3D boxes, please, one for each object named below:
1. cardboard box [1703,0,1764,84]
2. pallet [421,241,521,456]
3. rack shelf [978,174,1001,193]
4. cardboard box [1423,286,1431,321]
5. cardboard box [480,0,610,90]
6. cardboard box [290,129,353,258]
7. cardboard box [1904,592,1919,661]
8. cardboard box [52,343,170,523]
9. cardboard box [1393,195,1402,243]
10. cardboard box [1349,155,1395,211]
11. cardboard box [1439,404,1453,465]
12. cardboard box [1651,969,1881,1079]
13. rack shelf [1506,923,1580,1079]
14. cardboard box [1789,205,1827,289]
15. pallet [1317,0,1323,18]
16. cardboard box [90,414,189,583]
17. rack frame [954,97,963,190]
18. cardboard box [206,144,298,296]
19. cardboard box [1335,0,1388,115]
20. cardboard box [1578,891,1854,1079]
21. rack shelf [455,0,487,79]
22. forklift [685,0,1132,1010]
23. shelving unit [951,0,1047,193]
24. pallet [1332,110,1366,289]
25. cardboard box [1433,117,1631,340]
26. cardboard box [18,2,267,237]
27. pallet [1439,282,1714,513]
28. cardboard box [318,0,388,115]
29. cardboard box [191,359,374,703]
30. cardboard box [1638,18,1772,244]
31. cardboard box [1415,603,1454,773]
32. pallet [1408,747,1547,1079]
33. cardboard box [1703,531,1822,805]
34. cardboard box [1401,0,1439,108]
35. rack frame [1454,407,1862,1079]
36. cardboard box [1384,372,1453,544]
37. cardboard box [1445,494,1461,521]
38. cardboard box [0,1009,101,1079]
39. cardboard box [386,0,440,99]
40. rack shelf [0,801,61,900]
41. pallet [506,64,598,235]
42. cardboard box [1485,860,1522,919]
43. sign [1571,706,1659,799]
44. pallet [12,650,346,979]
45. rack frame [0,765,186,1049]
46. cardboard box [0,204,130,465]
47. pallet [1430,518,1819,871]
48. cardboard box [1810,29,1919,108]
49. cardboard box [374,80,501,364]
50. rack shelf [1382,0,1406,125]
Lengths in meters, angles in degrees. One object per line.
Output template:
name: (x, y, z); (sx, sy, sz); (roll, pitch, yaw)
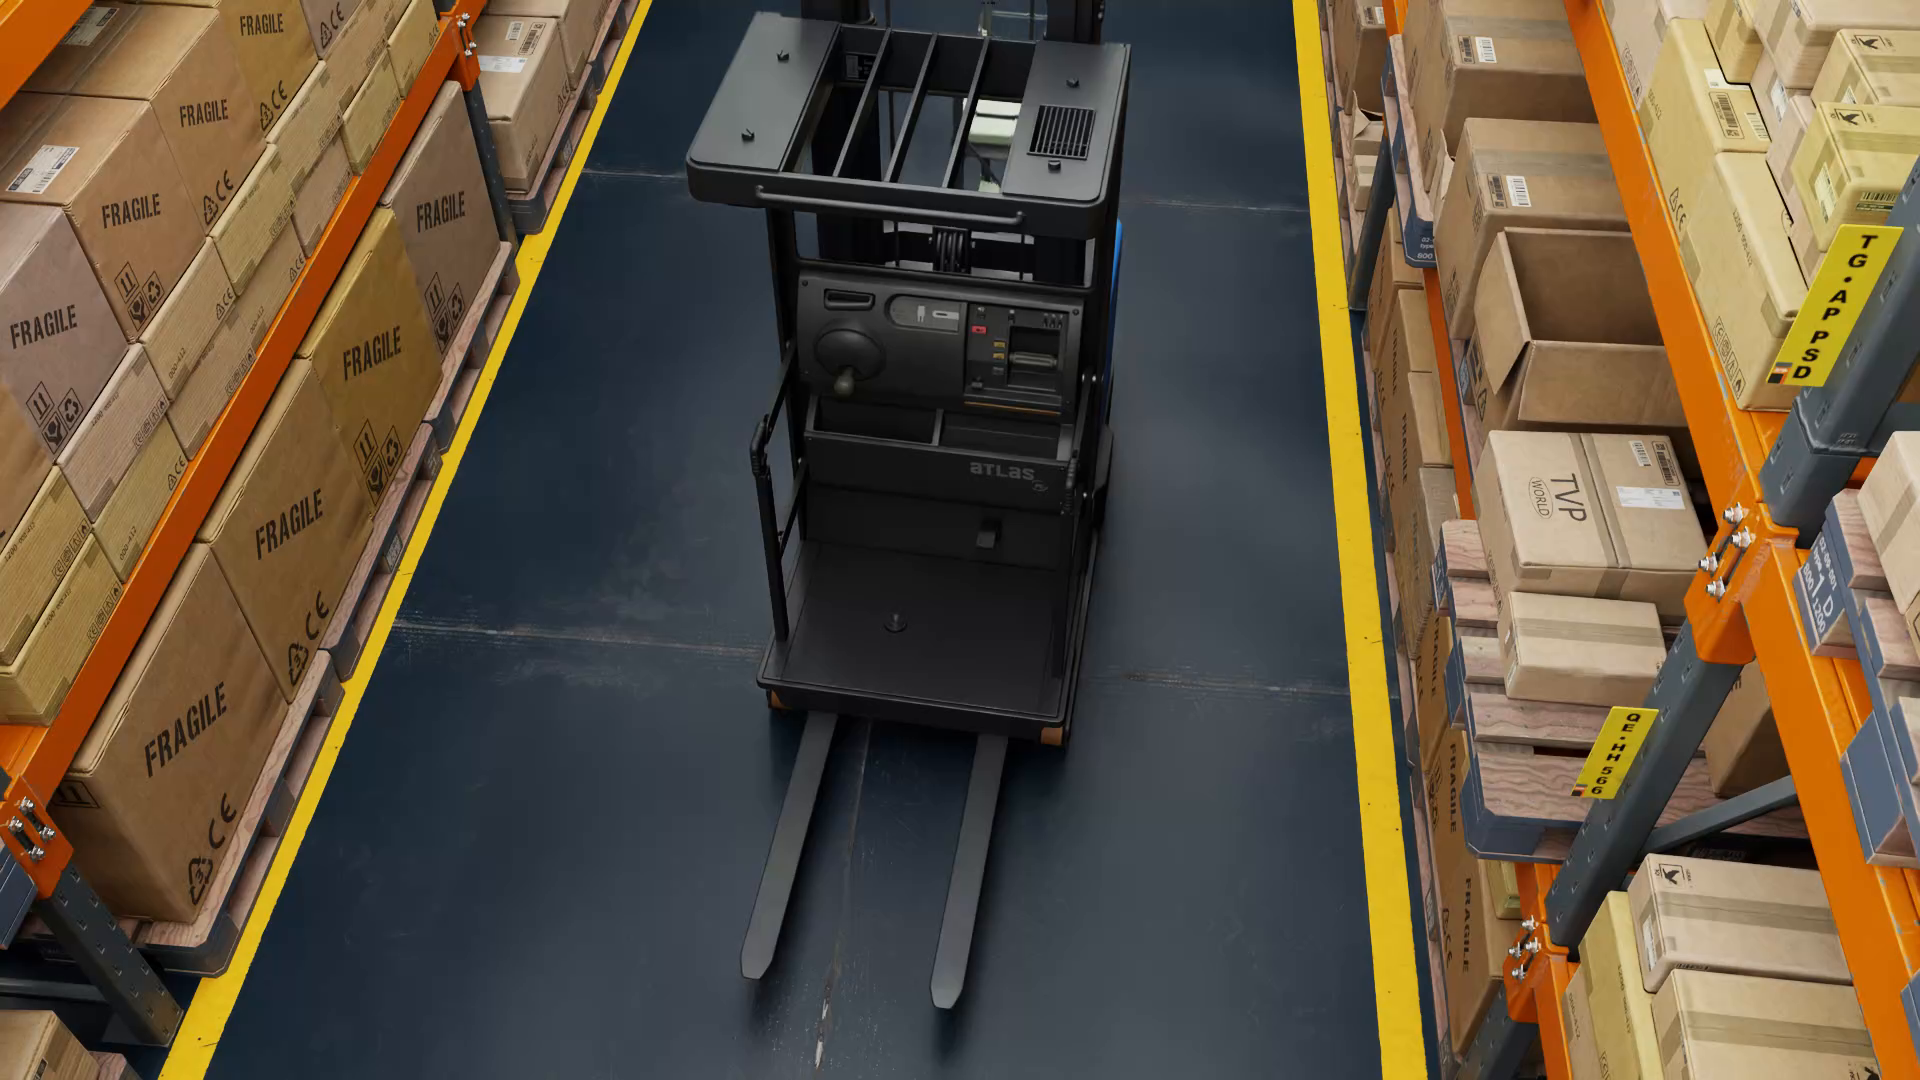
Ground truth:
cardboard box: (1.809, -1.086, 3.509); (0.380, 0.149, 0.250); (4, 48, 4)
pallet: (-2.629, -0.904, 7.434); (1.003, 0.211, 1.213); (4, 48, 4)
rack shelf: (0.235, -1.224, 7.295); (0.431, 0.370, 0.720); (7, 48, 6)
cardboard box: (2.052, -0.959, 6.564); (0.380, 0.149, 0.250); (2, 48, 2)
cardboard box: (-2.389, -2.806, 8.735); (0.875, 0.438, 0.875); (3, 48, 2)
cardboard box: (-2.536, -1.276, 5.986); (0.500, 0.250, 0.500); (3, 48, 2)
cardboard box: (1.636, 0.148, 2.129); (0.500, 0.500, 0.500); (4, 48, 4)
cardboard box: (-2.658, -0.331, 4.783); (0.500, 0.250, 0.500); (5, 48, 4)
cardboard box: (2.012, -1.357, 6.928); (0.380, 0.149, 0.250); (6, 48, 5)
cardboard box: (2.068, -1.695, 7.915); (0.380, 0.149, 0.250); (3, 48, 2)
cardboard box: (1.955, -0.394, 6.047); (0.380, 0.149, 0.250); (5, 48, 5)
cardboard box: (1.600, 1.011, 3.285); (0.380, 0.149, 0.250); (5, 48, 4)
rack shelf: (1.763, 2.566, 2.858); (1.077, 0.370, 4.000); (4, 48, 4)
cardboard box: (1.738, -0.520, 2.991); (0.380, 0.149, 0.250); (5, 48, 4)
pallet: (2.595, -3.442, 9.756); (1.003, 0.211, 1.213); (4, 48, 4)
cardboard box: (-2.674, -0.148, 4.954); (0.500, 0.250, 0.500); (3, 48, 2)
rack frame: (0.174, -1.178, 6.811); (0.400, 1.500, 0.023); (7, 48, 6)
cardboard box: (-2.541, -1.068, 5.457); (0.500, 0.250, 0.500); (5, 48, 4)
cardboard box: (2.313, -2.492, 8.406); (0.700, 0.500, 0.500); (2, 48, 2)
cardboard box: (1.636, 1.043, 3.526); (0.500, 0.250, 0.500); (4, 48, 3)
rack shelf: (-2.452, -3.644, 8.537); (1.077, 0.370, 4.000); (4, 48, 4)
forklift: (-8.745, -2.528, 6.937); (19.036, 3.140, 5.327); (7, 48, 6)
shelving unit: (0.235, -1.444, 7.054); (0.431, 1.500, 0.755); (7, 48, 6)
pallet: (2.373, -1.649, 8.116); (1.003, 0.211, 1.213); (4, 48, 4)
cardboard box: (1.924, -0.964, 5.246); (0.700, 0.500, 0.500); (4, 48, 3)
cardboard box: (-2.562, -1.310, 5.170); (0.500, 0.500, 0.500); (5, 48, 4)
pallet: (2.118, -0.511, 5.315); (1.003, 0.211, 1.213); (4, 48, 4)
cardboard box: (-2.470, -1.827, 6.151); (0.500, 0.250, 0.500); (5, 48, 4)
cardboard box: (-2.767, -0.059, 5.927); (0.875, 0.875, 0.875); (4, 48, 4)
cardboard box: (1.795, -0.871, 3.583); (0.500, 0.250, 0.500); (4, 48, 4)
cardboard box: (1.871, 0.478, 5.689); (0.500, 0.500, 0.500); (6, 48, 5)
pallet: (2.051, 1.248, 5.465); (1.003, 0.211, 1.213); (4, 48, 4)
cardboard box: (2.148, 0.310, 4.081); (0.500, 0.500, 0.500); (6, 48, 5)
cardboard box: (2.043, -1.921, 6.122); (0.700, 0.500, 0.500); (5, 48, 5)
rack frame: (1.945, 0.853, 3.937); (1.000, 3.000, 0.127); (4, 48, 4)
cardboard box: (1.953, -0.285, 6.388); (0.500, 0.500, 0.500); (3, 48, 2)
cardboard box: (1.887, -0.016, 5.702); (0.380, 0.149, 0.250); (2, 48, 2)
cardboard box: (-3.060, 1.682, 4.675); (0.950, 0.372, 0.625); (1, 48, 1)
cardboard box: (-2.424, -2.020, 6.666); (0.500, 0.250, 0.500); (3, 48, 3)
rack shelf: (-3.181, 2.235, 3.161); (1.077, 0.370, 4.000); (4, 48, 4)
pallet: (-2.487, -2.029, 8.463); (1.003, 0.211, 1.213); (4, 48, 4)
cardboard box: (1.738, 0.956, 4.812); (0.380, 0.149, 0.250); (2, 48, 2)
sign: (1.404, 0.460, 3.566); (0.100, 0.325, 0.005); (4, 48, 4)
pallet: (-2.851, 0.889, 5.794); (1.003, 0.211, 1.213); (4, 48, 4)
rack frame: (-2.998, 0.522, 4.239); (1.000, 3.000, 0.127); (4, 48, 4)
cardboard box: (-2.674, -0.560, 4.484); (0.500, 0.500, 0.500); (4, 48, 4)
pallet: (1.937, 0.415, 4.467); (1.213, 0.211, 1.003); (4, 48, 4)
cardboard box: (1.811, -0.802, 3.048); (0.380, 0.149, 0.250); (2, 48, 2)
cardboard box: (-2.611, -1.381, 7.135); (0.875, 0.875, 0.875); (5, 48, 5)
rack shelf: (2.492, -3.313, 8.235); (1.077, 0.370, 4.000); (4, 48, 4)
